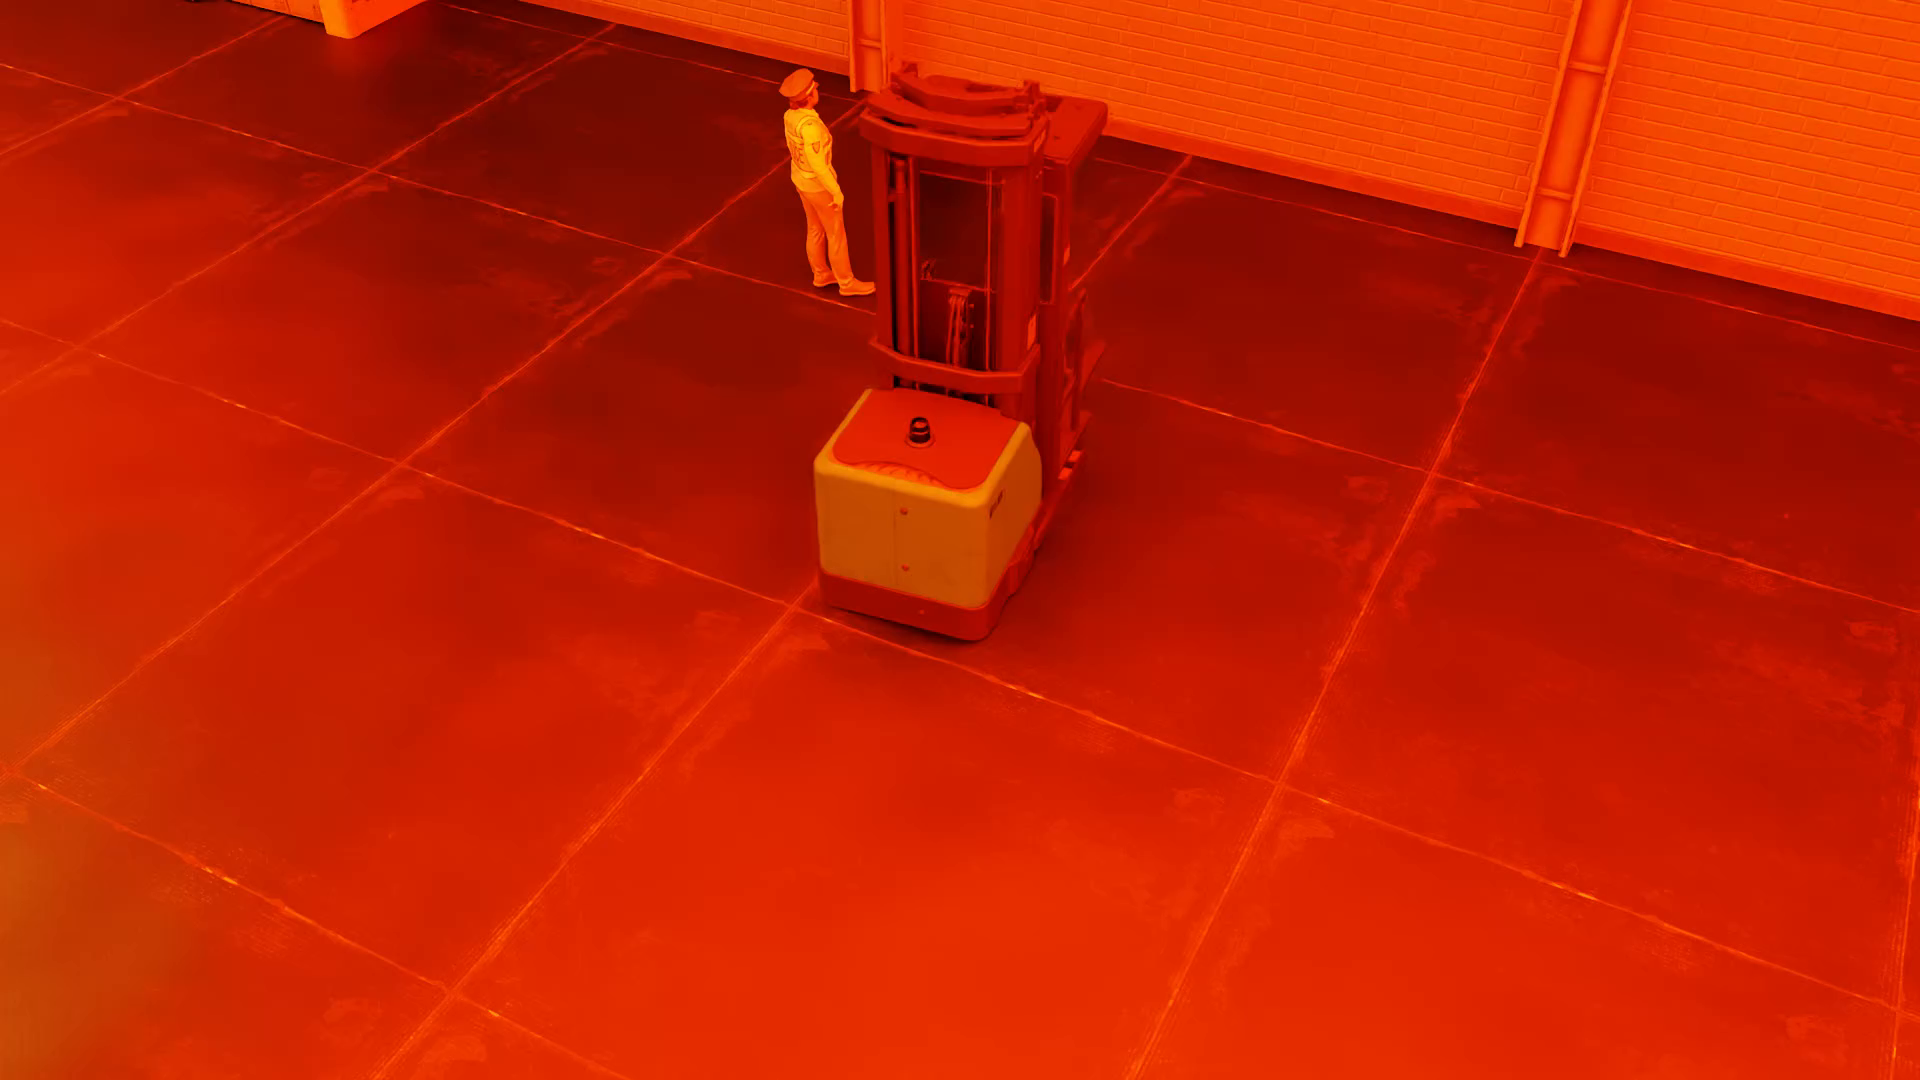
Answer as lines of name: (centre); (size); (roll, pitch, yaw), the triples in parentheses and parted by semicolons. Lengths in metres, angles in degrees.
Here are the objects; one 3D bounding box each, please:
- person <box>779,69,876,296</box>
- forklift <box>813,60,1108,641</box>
person: (-0.975, -2.589, 12.010); (0.532, 1.694, 0.584); (-20, 44, -22)
forklift: (0.169, -1.504, 9.773); (1.130, 2.935, 3.031); (14, 42, 16)
